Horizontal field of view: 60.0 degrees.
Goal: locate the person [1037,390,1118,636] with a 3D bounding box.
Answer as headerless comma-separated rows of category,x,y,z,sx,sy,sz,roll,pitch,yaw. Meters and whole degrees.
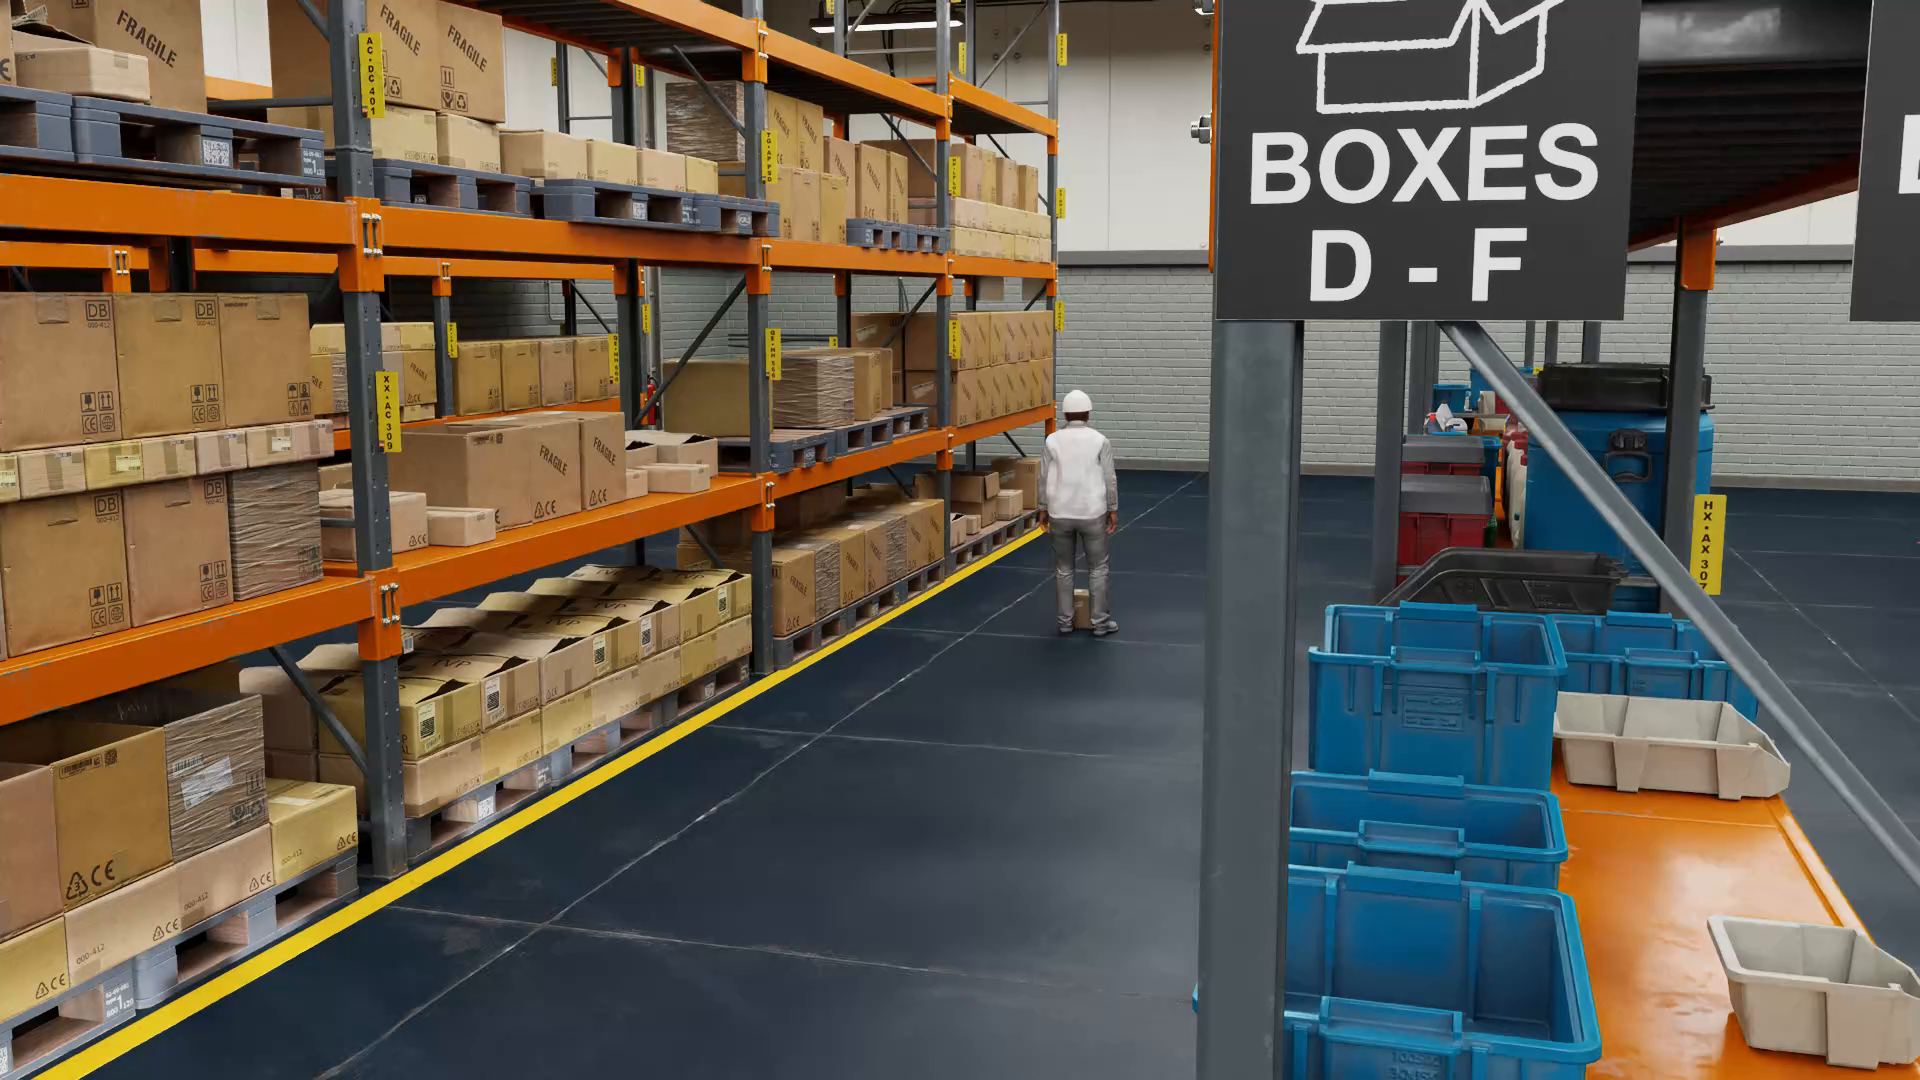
person,0.859,-0.201,12.124,0.594,1.772,0.471,2,8,13
